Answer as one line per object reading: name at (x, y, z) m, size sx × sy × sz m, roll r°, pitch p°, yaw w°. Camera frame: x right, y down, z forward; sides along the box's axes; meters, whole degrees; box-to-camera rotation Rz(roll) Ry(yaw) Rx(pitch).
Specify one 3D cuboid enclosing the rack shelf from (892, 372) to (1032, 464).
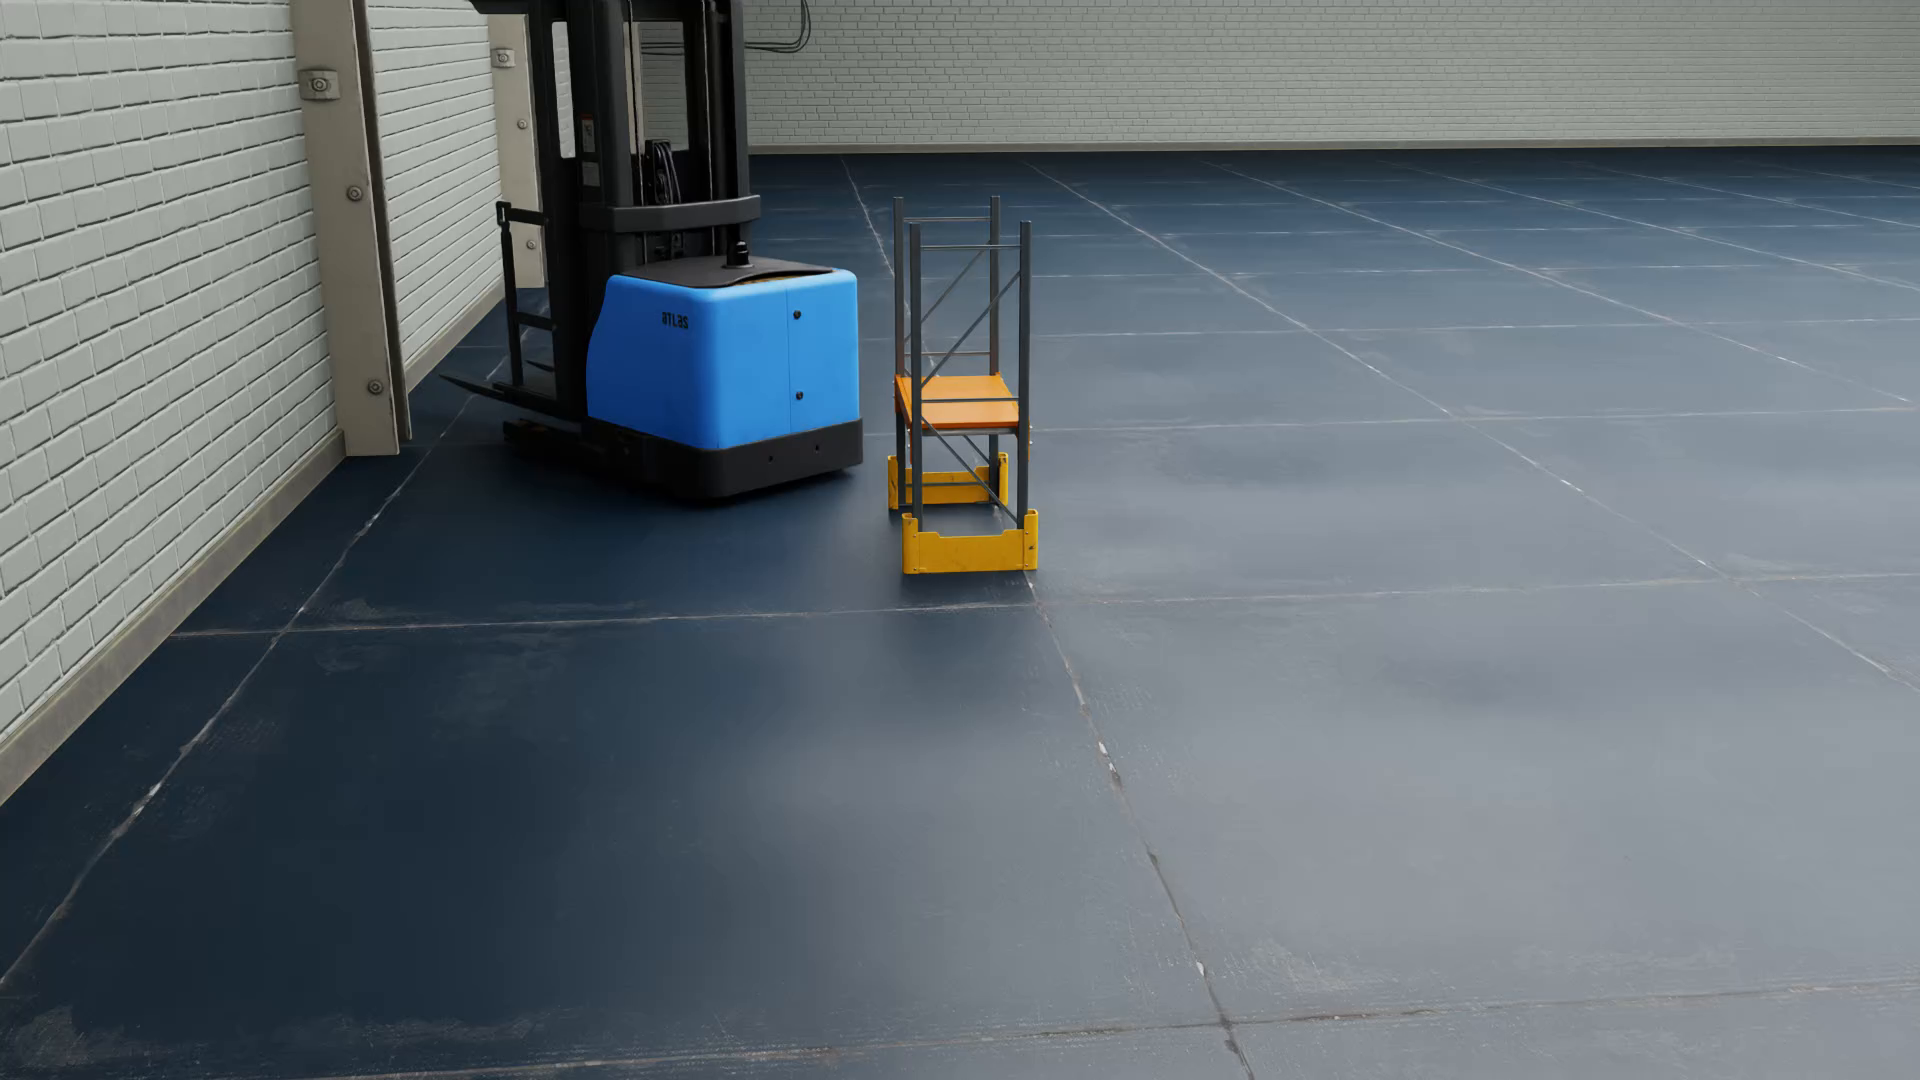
rack shelf at (-0.009, -0.569, 7.587) m, size 0.538 × 0.185 × 1.000 m, roll -2°, pitch 18°, yaw -6°

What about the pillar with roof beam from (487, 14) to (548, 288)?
pillar with roof beam at (0.384, -6.739, 14.119) m, size 9.100 × 9.000 × 0.400 m, roll -2°, pitch 18°, yaw -6°

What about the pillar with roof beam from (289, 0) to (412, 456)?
pillar with roof beam at (1.003, -4.951, 8.425) m, size 9.100 × 9.000 × 0.400 m, roll -2°, pitch 18°, yaw -6°

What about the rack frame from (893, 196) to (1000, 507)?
rack frame at (-0.061, -0.892, 8.016) m, size 0.500 × 1.500 × 0.032 m, roll -2°, pitch 18°, yaw -6°

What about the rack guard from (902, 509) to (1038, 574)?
rack guard at (0.043, 0.006, 7.239) m, size 0.587 × 0.250 × 0.087 m, roll -2°, pitch 18°, yaw -6°

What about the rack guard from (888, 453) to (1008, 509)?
rack guard at (-0.059, -0.290, 8.185) m, size 0.587 × 0.250 × 0.087 m, roll -2°, pitch 18°, yaw -6°

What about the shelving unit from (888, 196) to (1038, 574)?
shelving unit at (-0.008, -0.738, 7.525) m, size 0.587 × 1.500 × 1.083 m, roll -2°, pitch 18°, yaw -6°

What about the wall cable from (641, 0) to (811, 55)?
wall cable at (-4.124, -9.618, 28.474) m, size 3.097 × 2.526 × 0.112 m, roll -2°, pitch 18°, yaw -6°

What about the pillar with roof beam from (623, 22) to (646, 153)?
pillar with roof beam at (-0.854, -10.314, 25.507) m, size 9.100 × 9.000 × 0.400 m, roll -2°, pitch 18°, yaw -6°

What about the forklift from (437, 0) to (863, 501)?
forklift at (-1.902, -1.954, 9.006) m, size 1.130 × 2.935 × 3.031 m, roll -17°, pitch 24°, yaw -42°

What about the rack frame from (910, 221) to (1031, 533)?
rack frame at (0.044, -0.590, 7.051) m, size 0.500 × 1.500 × 0.032 m, roll -2°, pitch 18°, yaw -6°
